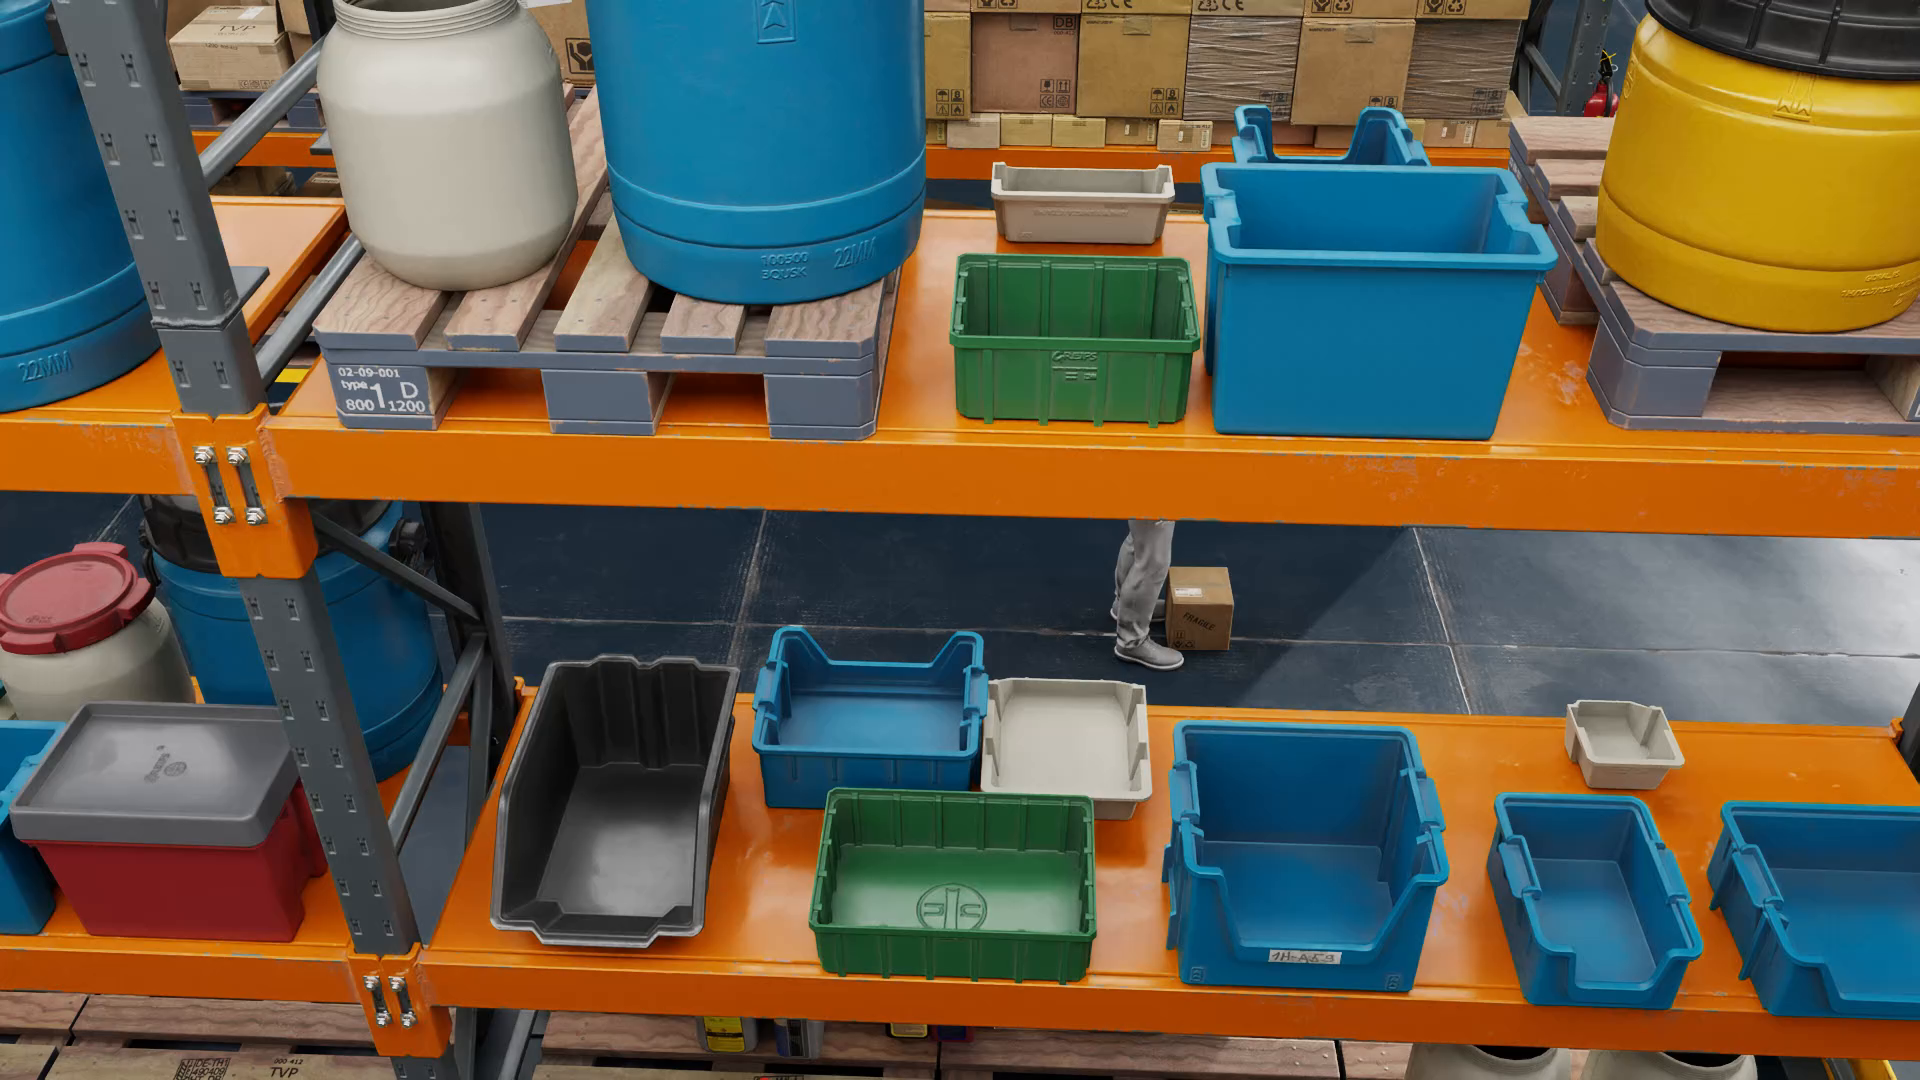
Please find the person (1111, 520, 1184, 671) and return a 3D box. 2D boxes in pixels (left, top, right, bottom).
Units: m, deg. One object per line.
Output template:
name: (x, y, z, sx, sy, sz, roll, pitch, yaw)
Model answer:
person: (0.761, -0.288, 6.541, 0.379, 1.663, 0.535, 1, 36, 1)
